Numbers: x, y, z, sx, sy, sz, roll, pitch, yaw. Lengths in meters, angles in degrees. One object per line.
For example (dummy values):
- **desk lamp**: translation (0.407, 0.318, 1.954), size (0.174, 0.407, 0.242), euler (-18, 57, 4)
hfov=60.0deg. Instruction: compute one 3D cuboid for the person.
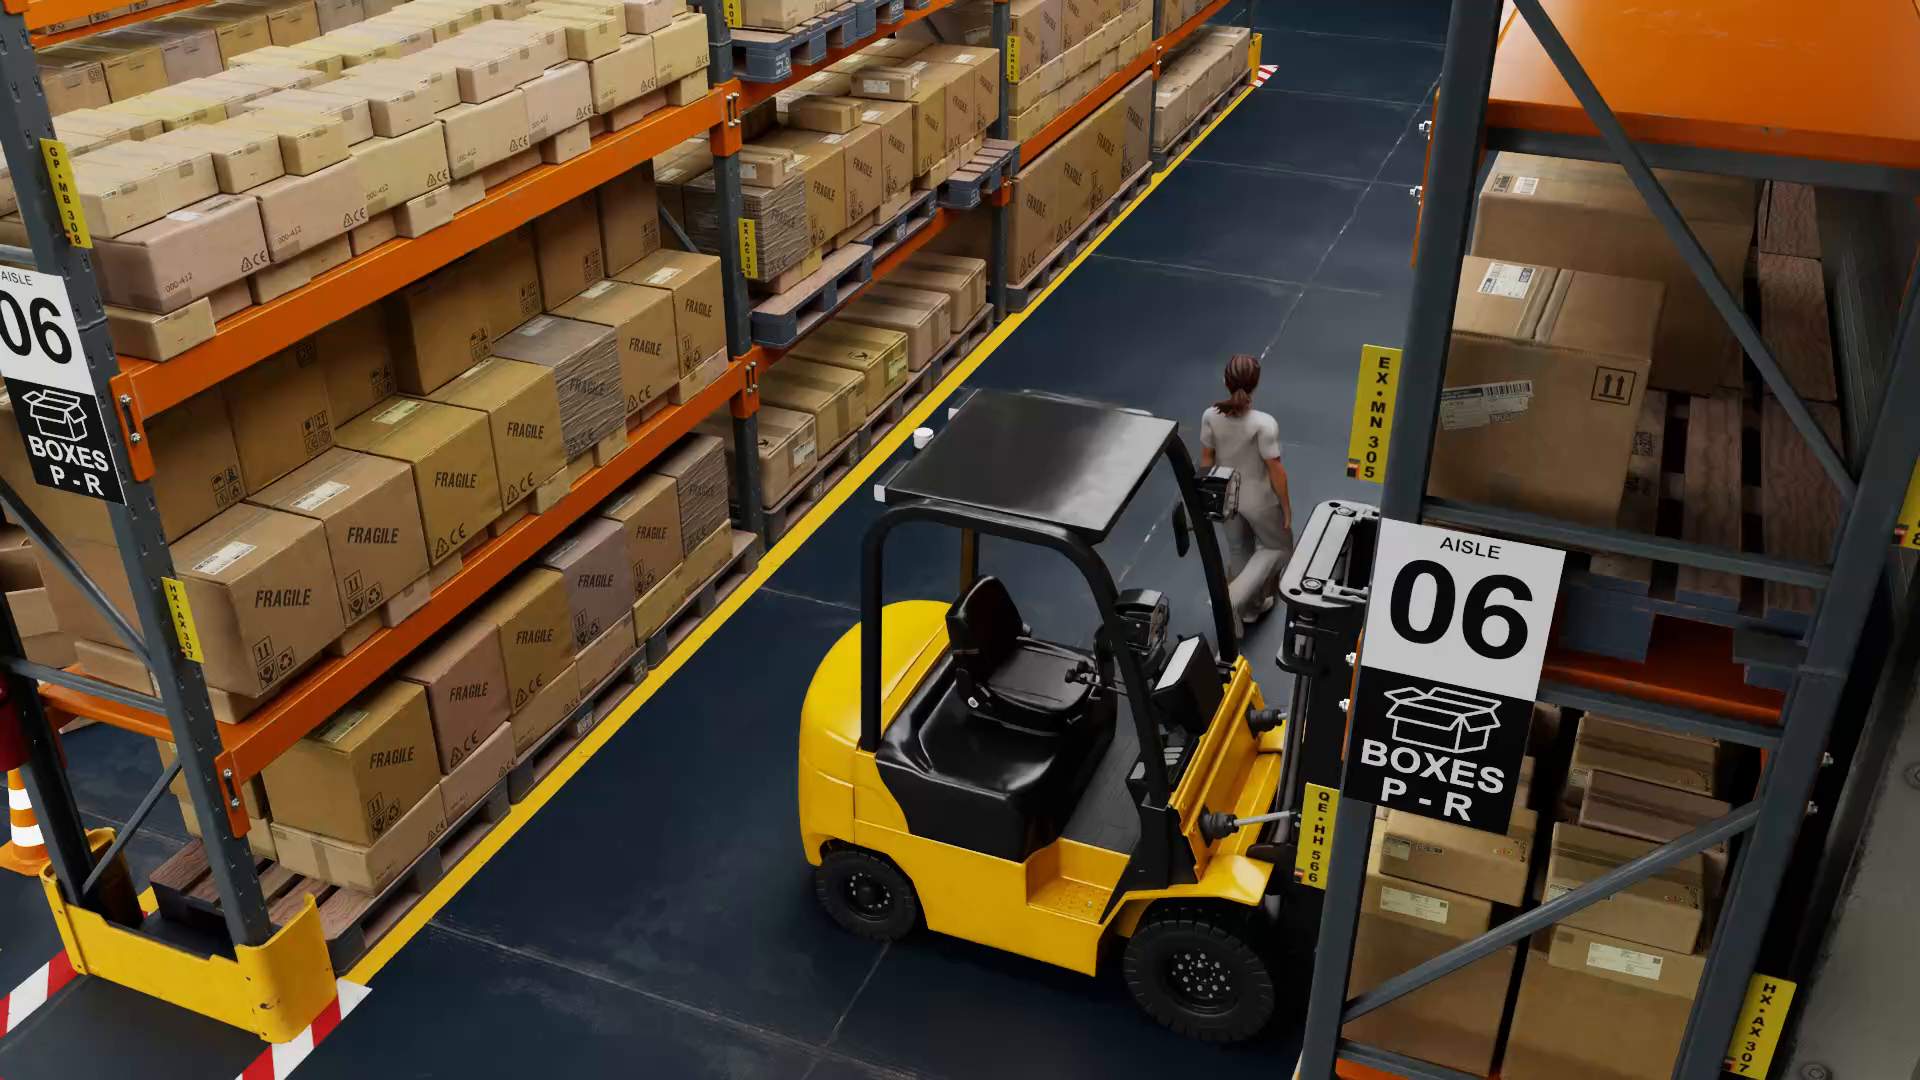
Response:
- **person**: translation (1.549, -0.242, 8.806), size (0.515, 1.654, 0.684), euler (21, 36, 32)
